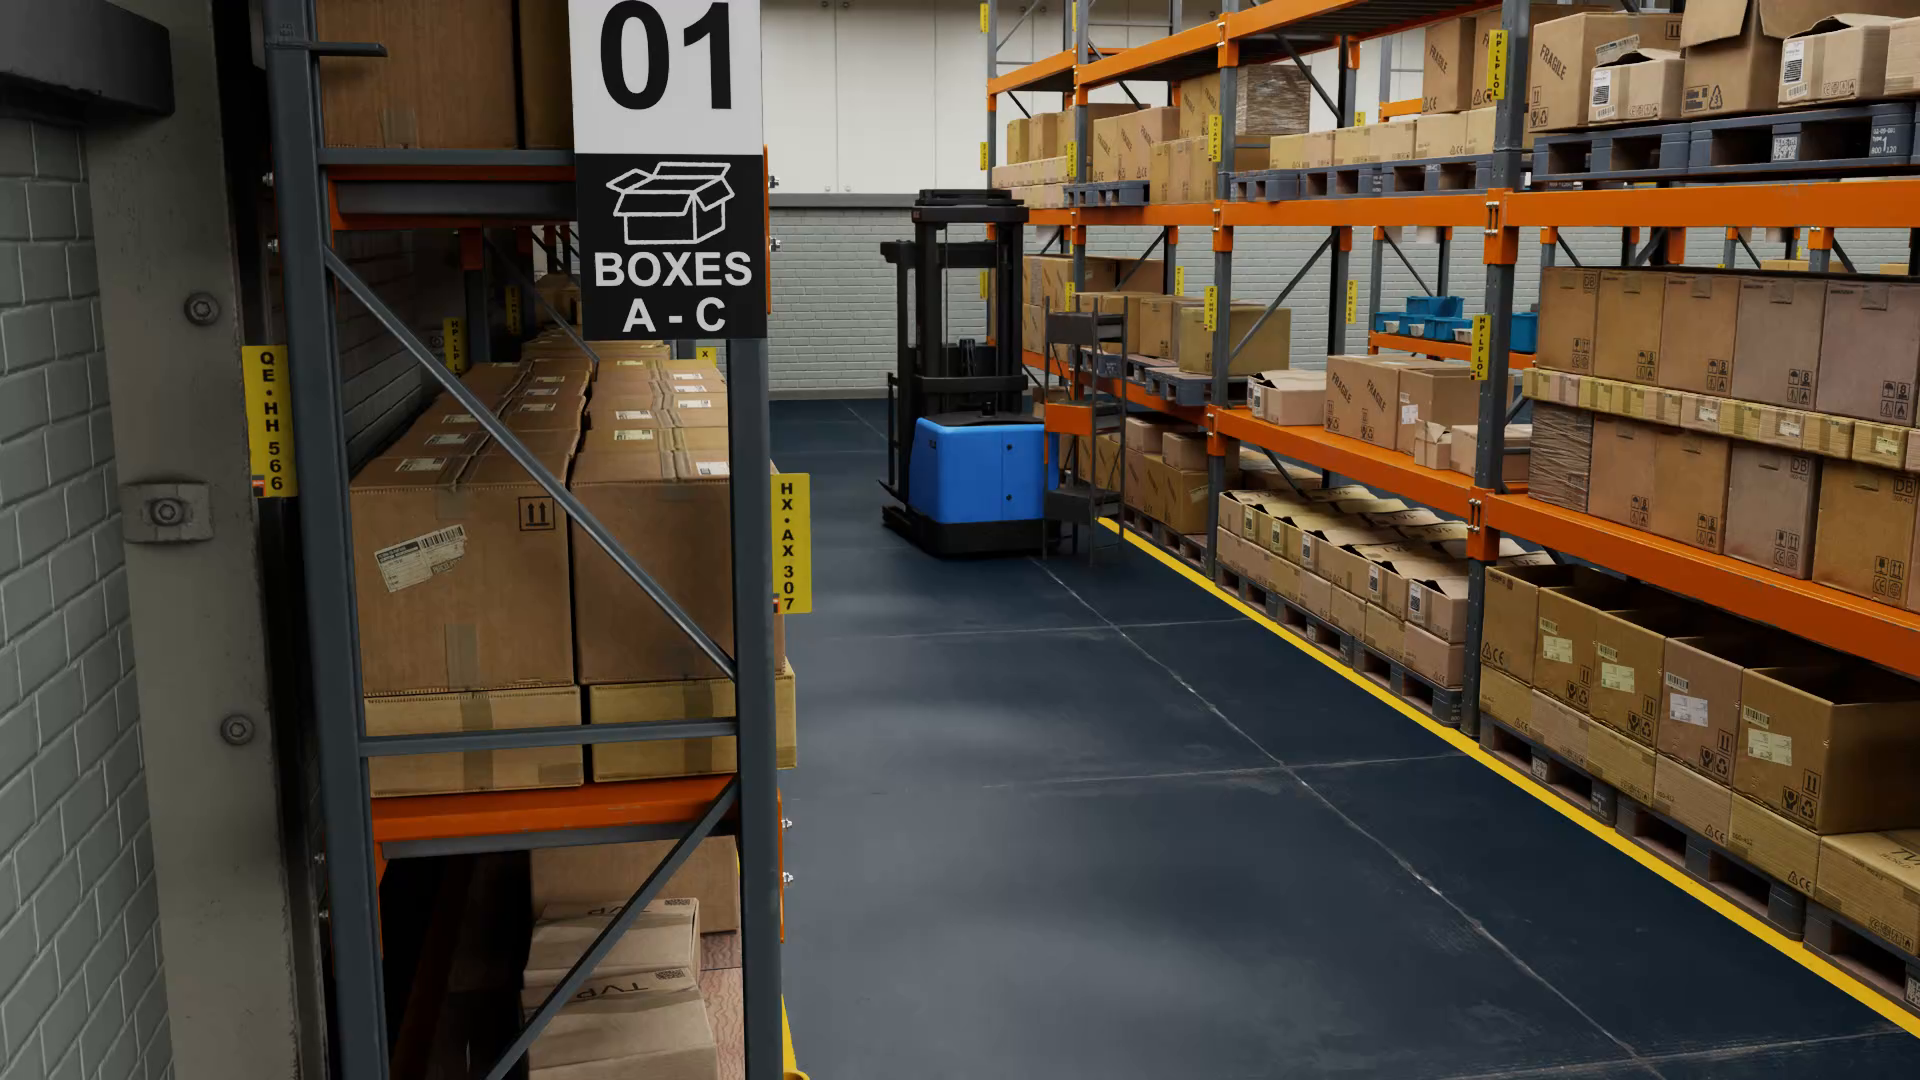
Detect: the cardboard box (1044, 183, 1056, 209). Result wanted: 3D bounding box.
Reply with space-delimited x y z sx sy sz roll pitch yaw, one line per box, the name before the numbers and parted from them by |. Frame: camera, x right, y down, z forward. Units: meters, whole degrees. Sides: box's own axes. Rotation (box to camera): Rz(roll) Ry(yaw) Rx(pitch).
cardboard box | 1.158 -3.499 16.936 0.500 0.250 0.500 -2 11 -11

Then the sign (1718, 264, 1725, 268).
sign | 9.994 -3.466 21.855 0.100 0.325 0.005 -2 11 -11

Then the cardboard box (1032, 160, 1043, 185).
cardboard box | 1.050 -3.836 17.369 0.500 0.250 0.500 -2 11 -11

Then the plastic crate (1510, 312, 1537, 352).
plastic crate | 6.034 -2.202 17.624 0.392 0.384 0.575 -2 11 -11

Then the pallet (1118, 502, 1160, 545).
pallet | 2.036 -0.185 14.607 1.003 0.211 1.213 -2 11 -11

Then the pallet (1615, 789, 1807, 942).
pallet | 3.510 1.281 6.900 1.003 0.211 1.213 -2 11 -11

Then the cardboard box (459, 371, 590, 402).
cardboard box | -1.719 -0.395 6.592 0.500 0.500 0.500 -2 11 -11

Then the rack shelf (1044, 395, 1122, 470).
rack shelf | 0.986 -0.855 13.144 0.480 0.518 0.431 10 15 43

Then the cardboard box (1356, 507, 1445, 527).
cardboard box | 2.924 -0.050 11.167 0.500 0.311 0.500 -2 11 -11

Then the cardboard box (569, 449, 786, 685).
cardboard box | -0.723 0.051 4.247 0.500 0.500 0.500 -2 11 -11

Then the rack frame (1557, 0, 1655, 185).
rack frame | 6.459 -5.054 16.682 1.000 3.000 0.127 -2 11 -11

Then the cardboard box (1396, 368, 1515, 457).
cardboard box | 2.920 -0.747 9.833 0.500 0.500 0.500 -1 11 -7

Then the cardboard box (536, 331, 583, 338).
cardboard box | -2.115 -0.965 9.798 0.700 0.500 0.500 -2 11 -11

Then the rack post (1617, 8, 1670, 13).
rack post | 6.592 -4.861 15.872 0.937 0.300 0.954 -2 11 -12

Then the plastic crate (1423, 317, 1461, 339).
plastic crate | 5.663 -2.489 19.538 0.416 0.233 0.300 -2 11 -11

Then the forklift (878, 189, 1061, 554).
forklift | -0.065 -1.559 14.546 1.130 2.935 3.031 -3 11 -15

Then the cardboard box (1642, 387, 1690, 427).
cardboard box | 3.218 -0.584 7.242 0.380 0.149 0.250 -2 11 -13

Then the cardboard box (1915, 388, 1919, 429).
cardboard box | 3.738 -0.605 5.616 0.700 0.500 0.500 -2 11 -12

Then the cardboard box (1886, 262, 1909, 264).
cardboard box | 11.281 -3.011 19.593 0.500 0.500 0.500 -2 11 -13

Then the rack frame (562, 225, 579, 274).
rack frame | -4.036 -2.480 19.205 1.000 3.000 0.127 -2 11 -11

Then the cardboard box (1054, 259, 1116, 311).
cardboard box | 1.248 -2.551 16.636 0.500 0.500 0.500 -2 11 -11

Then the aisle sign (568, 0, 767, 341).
aisle sign | -0.616 -0.820 3.532 0.394 0.787 0.004 -2 11 -11

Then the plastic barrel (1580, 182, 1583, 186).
plastic barrel | 6.316 -3.748 16.356 0.433 0.535 0.433 0 11 0

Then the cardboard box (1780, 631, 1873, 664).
cardboard box | 3.759 0.668 6.890 0.500 0.500 0.500 -2 11 -11

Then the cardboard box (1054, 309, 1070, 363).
cardboard box | 1.251 -2.059 16.724 0.500 0.500 0.500 -2 11 -10

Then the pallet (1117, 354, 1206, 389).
pallet | 1.995 -1.456 14.337 1.003 0.211 1.213 -2 11 -11

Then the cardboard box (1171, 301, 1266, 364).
cardboard box | 2.154 -1.735 13.901 0.700 0.500 0.500 0 11 0

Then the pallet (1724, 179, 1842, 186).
pallet | 7.184 -2.898 13.882 1.003 0.211 1.213 -2 11 -11

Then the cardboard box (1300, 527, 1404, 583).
cardboard box | 2.500 0.066 10.559 0.500 0.311 0.500 -2 11 -12

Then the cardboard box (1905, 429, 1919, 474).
cardboard box | 3.524 -0.299 5.740 0.380 0.149 0.250 -2 11 -10

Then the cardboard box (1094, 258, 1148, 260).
cardboard box | 1.683 -2.659 17.203 0.500 0.500 0.500 -2 11 -13

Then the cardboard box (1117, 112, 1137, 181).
cardboard box | 1.778 -3.489 14.823 0.600 0.600 0.600 -2 11 -12

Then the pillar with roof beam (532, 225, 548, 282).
pillar with roof beam | -1.187 -6.048 21.903 9.100 9.000 0.400 -2 11 -11

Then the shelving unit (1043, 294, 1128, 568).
shelving unit | 0.986 -0.868 13.141 0.503 2.100 0.431 10 15 43

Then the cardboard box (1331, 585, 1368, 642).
cardboard box | 2.594 0.432 10.134 0.500 0.250 0.500 -2 11 -10

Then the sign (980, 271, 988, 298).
sign | 0.290 -3.067 19.970 0.100 0.325 0.005 -2 11 -11

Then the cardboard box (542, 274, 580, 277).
cardboard box | -3.425 -2.226 14.748 0.500 0.250 0.500 -2 11 -9

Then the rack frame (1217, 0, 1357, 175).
rack frame | 2.378 -4.141 11.885 1.000 3.000 0.127 -2 11 -11

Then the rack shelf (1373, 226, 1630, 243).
rack shelf | 6.070 -3.594 18.957 1.077 0.370 4.000 -2 11 -11

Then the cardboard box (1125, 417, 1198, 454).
cardboard box | 1.747 -0.911 14.463 0.500 0.250 0.500 -2 11 -12

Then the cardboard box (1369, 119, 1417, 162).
cardboard box | 2.844 -2.419 10.140 0.500 0.250 0.500 -3 11 -16

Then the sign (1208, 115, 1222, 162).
sign | 1.845 -2.902 12.016 0.100 0.325 0.005 -2 11 -11

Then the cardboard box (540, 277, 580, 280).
cardboard box | -3.214 -2.039 13.763 0.500 0.250 0.500 -3 11 -13

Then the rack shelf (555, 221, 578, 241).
rack shelf | -3.647 -3.234 17.064 1.077 0.370 4.000 -2 11 -11

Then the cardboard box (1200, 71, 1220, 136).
cardboard box | 2.200 -3.381 12.976 0.500 0.500 0.500 -2 11 -11

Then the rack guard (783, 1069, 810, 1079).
rack guard | -0.939 1.668 4.094 1.175 0.500 0.348 -2 11 -11

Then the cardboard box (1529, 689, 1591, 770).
cardboard box | 3.041 0.872 7.822 0.500 0.250 0.500 -2 11 -11

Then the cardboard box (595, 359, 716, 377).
cardboard box | -1.307 -0.508 7.187 0.500 0.500 0.500 -2 11 -11

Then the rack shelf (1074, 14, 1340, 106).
rack shelf | 1.989 -3.958 13.917 1.077 0.370 4.000 -2 11 -11

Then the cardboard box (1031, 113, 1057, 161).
cardboard box | 1.160 -4.304 17.821 0.700 0.500 0.500 -2 11 -11

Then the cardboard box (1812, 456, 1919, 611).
cardboard box | 3.658 -0.049 6.165 0.700 0.500 0.500 -2 11 -11

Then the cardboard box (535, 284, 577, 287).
cardboard box | -2.920 -1.755 12.274 0.500 0.250 0.500 -2 11 -13

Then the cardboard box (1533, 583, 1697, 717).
cardboard box | 3.044 0.504 7.752 0.500 0.500 0.500 -2 11 -11

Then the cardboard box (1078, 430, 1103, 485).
cardboard box | 1.455 -0.818 15.980 0.500 0.500 0.500 -3 11 -14
